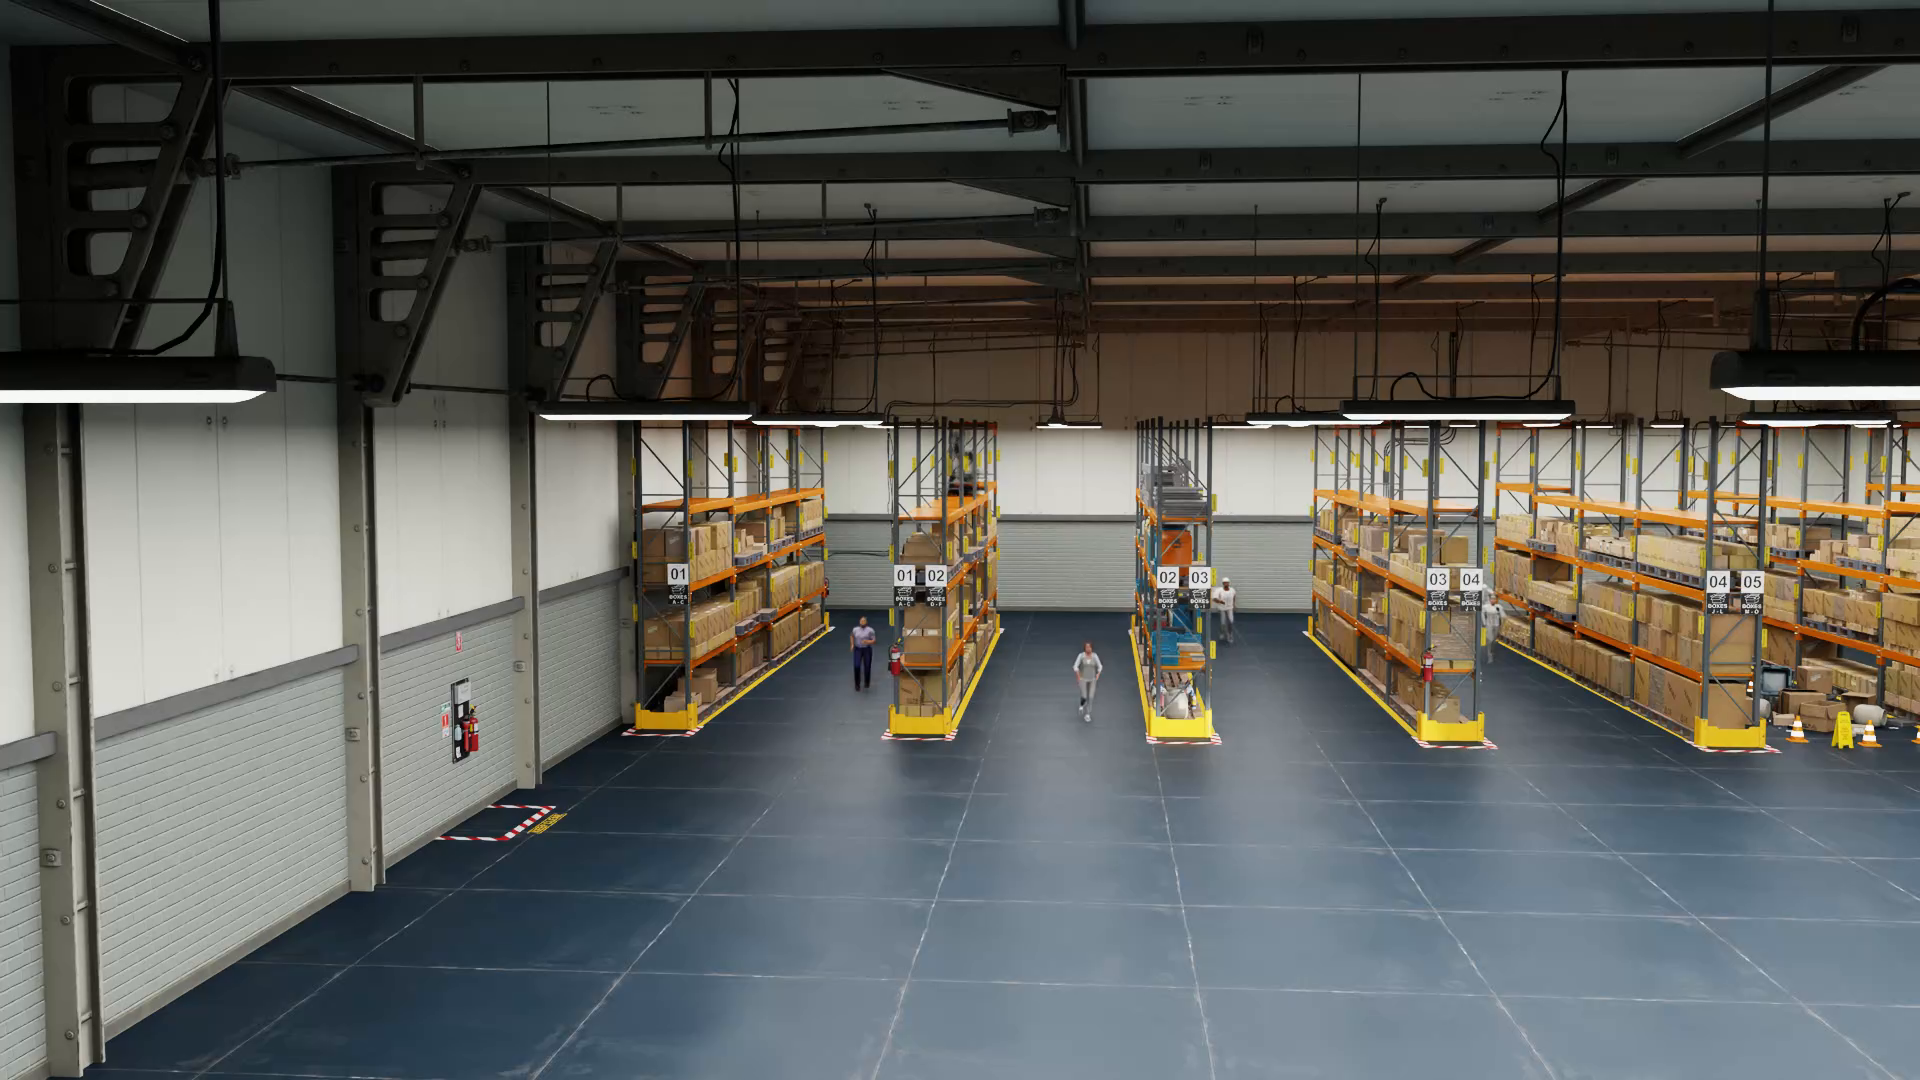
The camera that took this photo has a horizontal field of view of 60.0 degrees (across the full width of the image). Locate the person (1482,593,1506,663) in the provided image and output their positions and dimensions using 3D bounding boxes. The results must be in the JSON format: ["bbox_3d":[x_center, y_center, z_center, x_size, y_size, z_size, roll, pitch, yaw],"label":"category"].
[{"bbox_3d":[13.276,2.190,41.389,0.581,1.760,0.755,1,4,8],"label":"person"}]

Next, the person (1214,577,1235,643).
[{"bbox_3d":[7.204,1.910,45.153,0.642,1.806,0.766,0,4,-2],"label":"person"}]

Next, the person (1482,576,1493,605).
[{"bbox_3d":[14.785,1.814,47.342,0.668,1.738,0.669,-2,4,-29],"label":"person"}]

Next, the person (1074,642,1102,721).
[{"bbox_3d":[2.547,2.795,33.010,0.554,1.569,0.539,0,4,-4],"label":"person"}]

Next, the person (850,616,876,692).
[{"bbox_3d":[-2.144,2.518,36.652,0.575,1.689,0.711,0,4,0],"label":"person"}]
